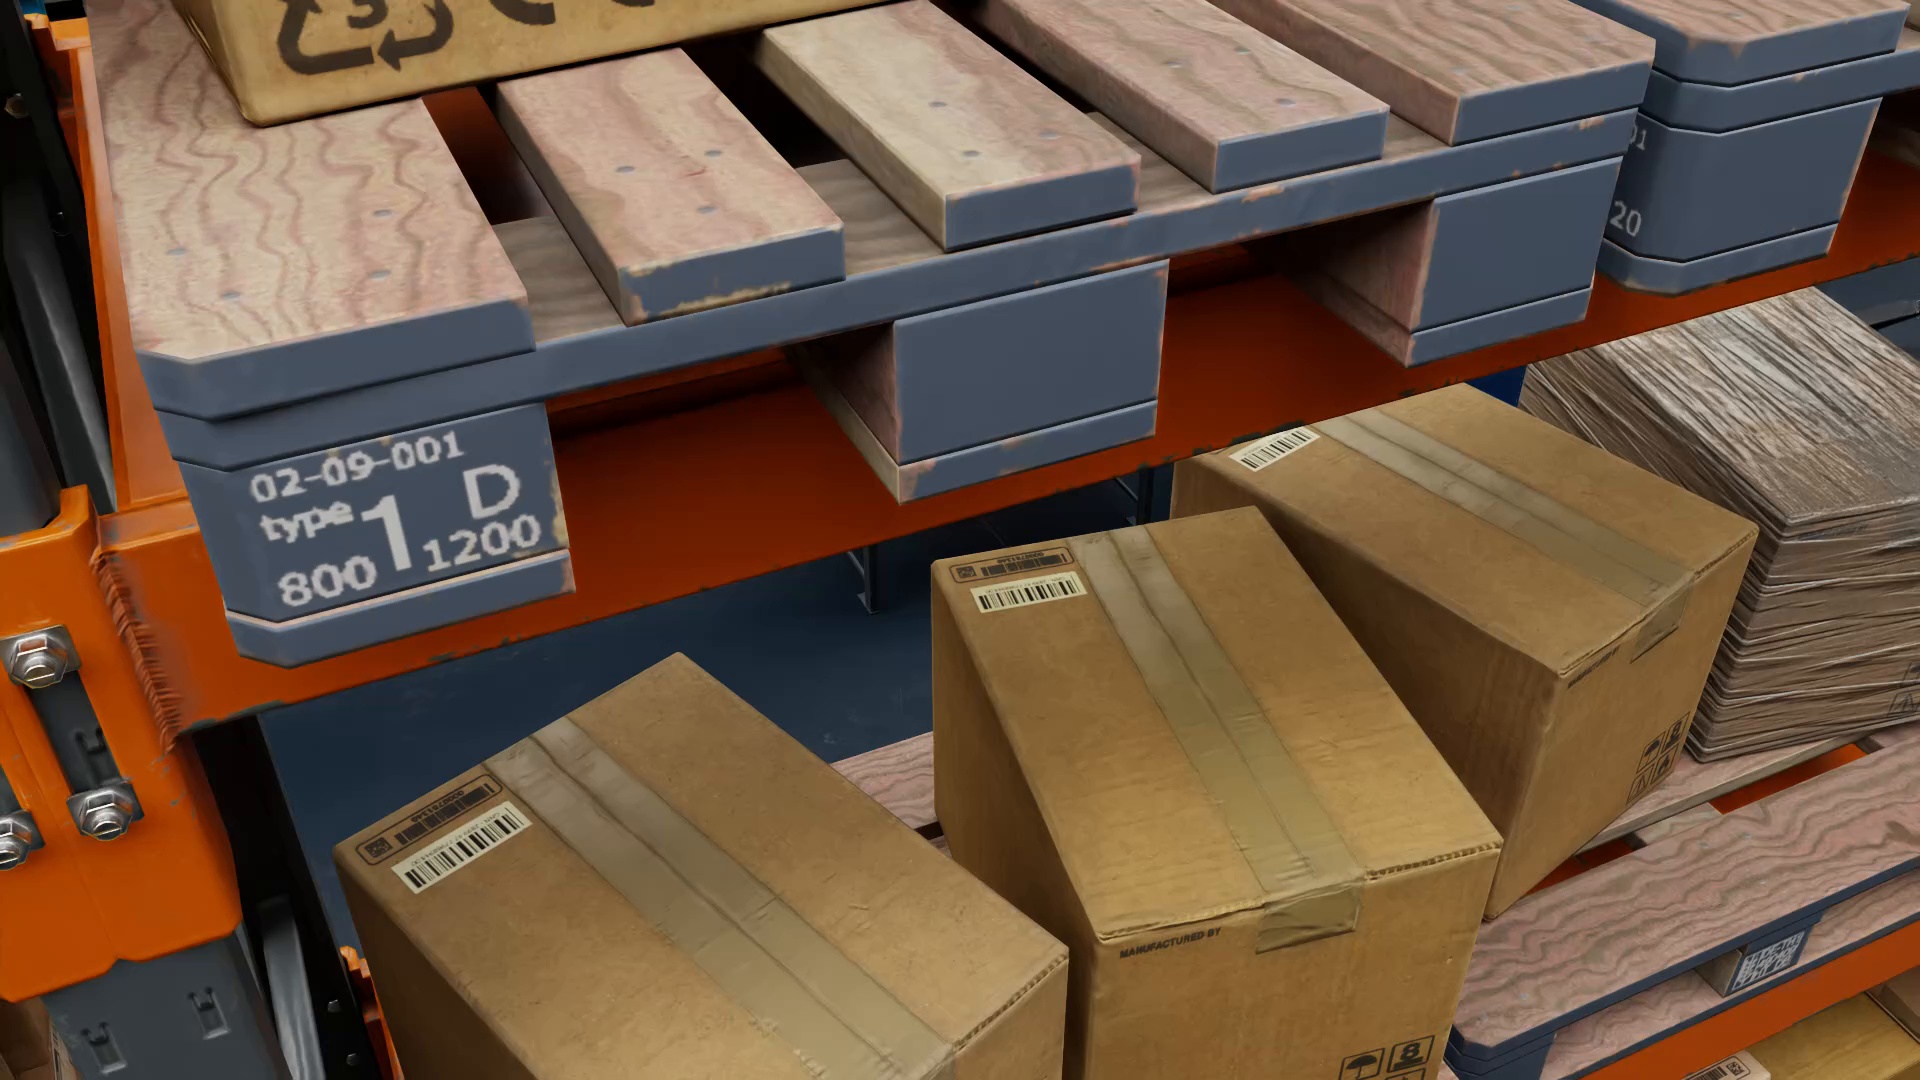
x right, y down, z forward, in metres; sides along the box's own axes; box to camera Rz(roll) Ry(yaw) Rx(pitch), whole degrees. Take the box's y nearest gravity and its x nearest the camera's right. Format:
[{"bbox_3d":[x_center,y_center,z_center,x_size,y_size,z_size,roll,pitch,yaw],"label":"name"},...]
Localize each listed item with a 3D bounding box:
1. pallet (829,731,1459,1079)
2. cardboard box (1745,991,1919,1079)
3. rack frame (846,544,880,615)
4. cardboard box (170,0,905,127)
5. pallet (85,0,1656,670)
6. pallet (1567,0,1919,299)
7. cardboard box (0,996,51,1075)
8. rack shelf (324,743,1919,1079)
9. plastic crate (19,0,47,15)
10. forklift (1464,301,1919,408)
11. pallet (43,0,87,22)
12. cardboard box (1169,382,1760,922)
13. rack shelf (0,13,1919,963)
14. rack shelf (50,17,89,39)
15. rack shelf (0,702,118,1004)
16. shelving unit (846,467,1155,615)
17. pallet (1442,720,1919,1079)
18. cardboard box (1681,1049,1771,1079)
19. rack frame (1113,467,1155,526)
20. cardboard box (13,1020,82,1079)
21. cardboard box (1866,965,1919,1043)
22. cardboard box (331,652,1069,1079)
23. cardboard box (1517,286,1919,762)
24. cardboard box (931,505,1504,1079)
[{"bbox_3d":[-0.056,0.736,2.401,1.213,0.211,1.003,-16,39,-20],"label":"pallet"},{"bbox_3d":[1.580,1.111,3.463,0.500,0.500,0.500,-17,40,-22],"label":"cardboard box"},{"bbox_3d":[-0.383,-0.495,5.159,0.032,1.500,0.500,-16,39,-20],"label":"rack frame"},{"bbox_3d":[-0.338,-0.739,1.190,0.600,0.600,0.600,-19,41,-24],"label":"cardboard box"},{"bbox_3d":[-0.205,-0.454,1.484,1.003,0.211,1.213,-16,39,-20],"label":"pallet"},{"bbox_3d":[0.732,-0.718,1.840,1.003,0.211,1.213,-16,39,-20],"label":"pallet"},{"bbox_3d":[-1.372,0.328,1.866,0.500,0.500,0.500,-15,39,-19],"label":"cardboard box"},{"bbox_3d":[0.985,0.585,3.047,4.000,0.370,1.077,-16,39,-20],"label":"rack shelf"},{"bbox_3d":[-3.205,-1.585,5.333,0.575,0.384,0.392,-16,39,-20],"label":"plastic crate"},{"bbox_3d":[2.322,-1.755,5.656,3.031,2.935,1.130,-14,39,-18],"label":"forklift"},{"bbox_3d":[-5.753,-3.271,9.982,1.213,0.211,1.003,-16,39,-20],"label":"pallet"},{"bbox_3d":[0.747,0.113,2.643,0.500,0.500,0.700,-26,44,-31],"label":"cardboard box"},{"bbox_3d":[0.985,-0.620,2.154,4.000,0.370,1.077,-16,39,-20],"label":"rack shelf"},{"bbox_3d":[-4.737,-1.075,5.285,4.000,0.370,1.077,-16,39,-20],"label":"rack shelf"},{"bbox_3d":[-2.636,0.393,0.789,4.000,0.370,1.077,-16,39,-20],"label":"rack shelf"},{"bbox_3d":[0.077,-0.624,5.332,1.048,1.500,0.538,-16,39,-20],"label":"shelving unit"},{"bbox_3d":[1.037,0.362,2.906,1.213,0.211,1.003,-16,39,-20],"label":"pallet"},{"bbox_3d":[1.075,0.957,3.041,0.500,0.250,0.500,-16,40,-21],"label":"cardboard box"},{"bbox_3d":[0.537,-0.753,5.506,0.032,1.500,0.500,-16,39,-20],"label":"rack frame"},{"bbox_3d":[-1.403,0.744,2.145,0.500,0.500,0.500,-15,39,-19],"label":"cardboard box"},{"bbox_3d":[1.999,0.696,3.394,0.500,0.250,0.500,-14,39,-18],"label":"cardboard box"},{"bbox_3d":[-0.302,0.594,1.995,0.500,0.500,0.700,-30,46,-34],"label":"cardboard box"},{"bbox_3d":[1.364,-0.070,2.890,0.500,0.500,0.700,-9,37,-11],"label":"cardboard box"},{"bbox_3d":[0.294,0.386,2.275,0.500,0.500,0.700,-10,38,-13],"label":"cardboard box"}]
